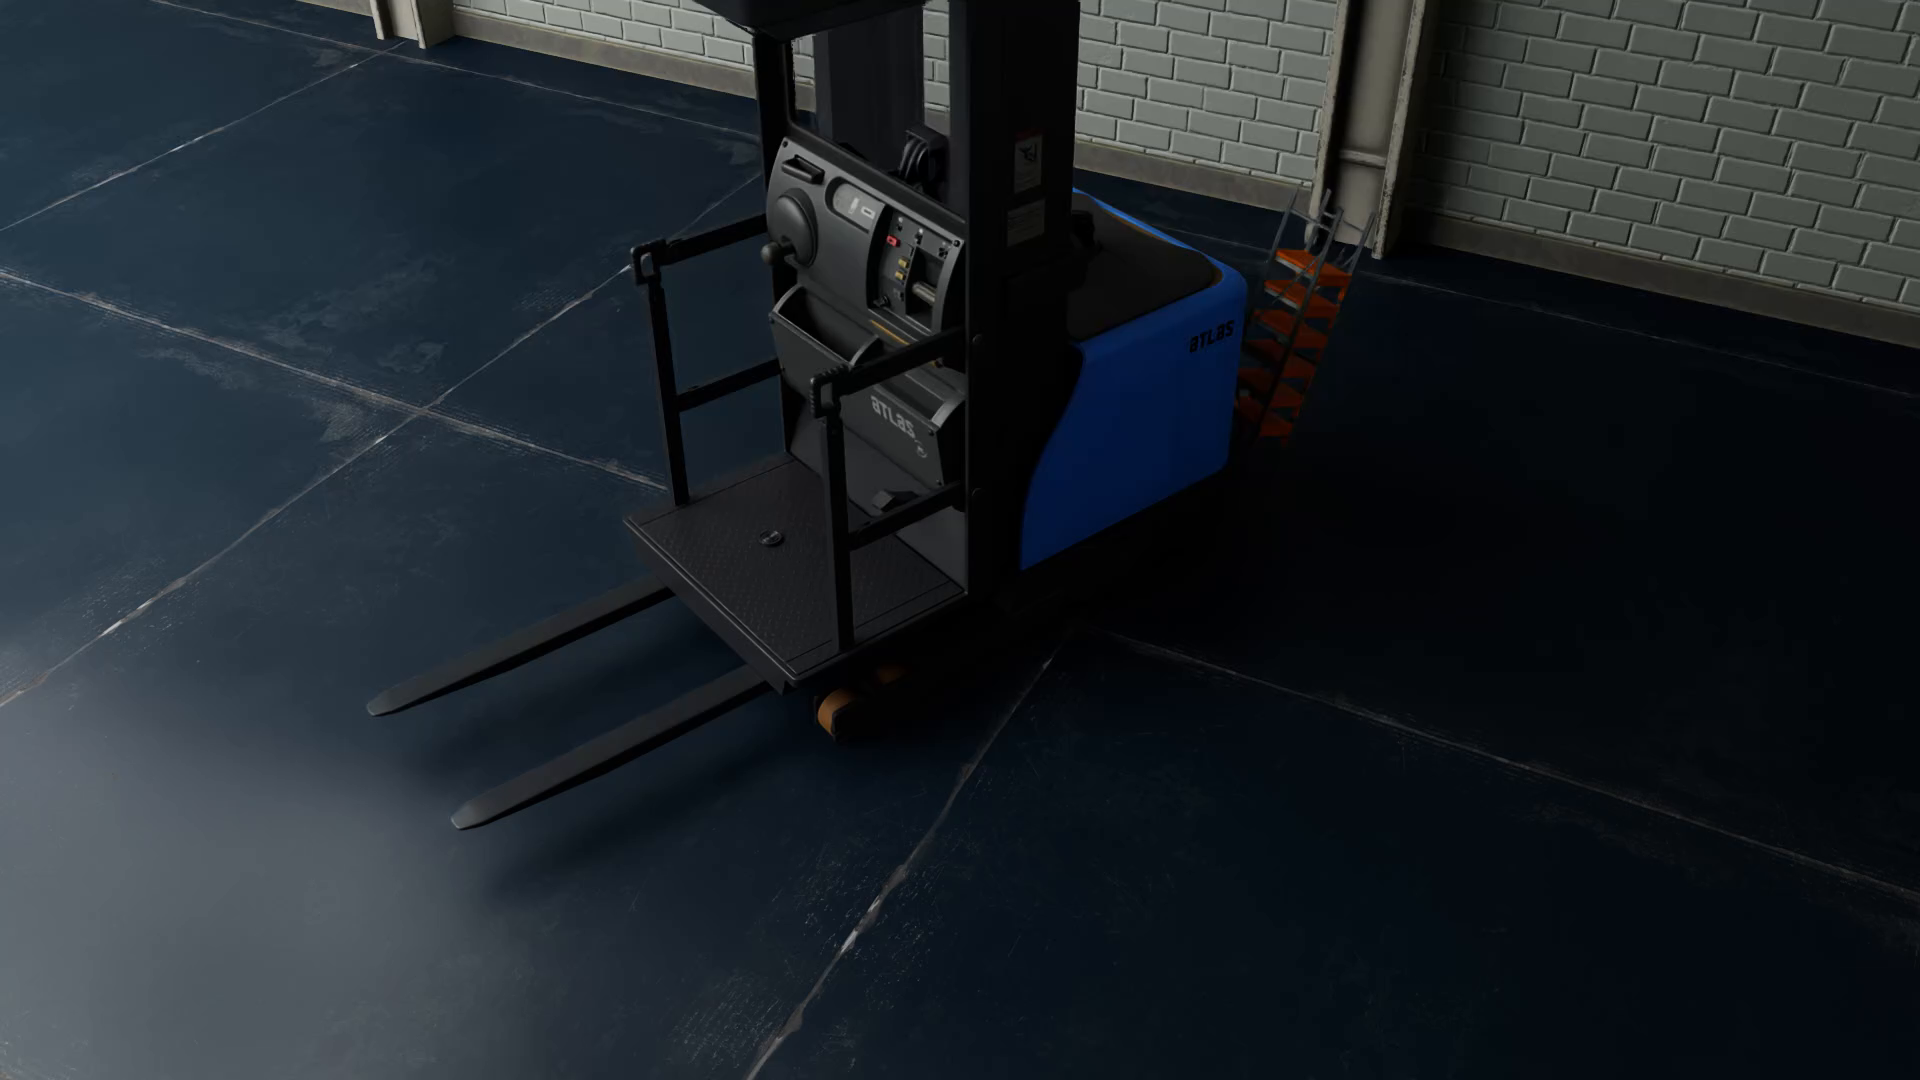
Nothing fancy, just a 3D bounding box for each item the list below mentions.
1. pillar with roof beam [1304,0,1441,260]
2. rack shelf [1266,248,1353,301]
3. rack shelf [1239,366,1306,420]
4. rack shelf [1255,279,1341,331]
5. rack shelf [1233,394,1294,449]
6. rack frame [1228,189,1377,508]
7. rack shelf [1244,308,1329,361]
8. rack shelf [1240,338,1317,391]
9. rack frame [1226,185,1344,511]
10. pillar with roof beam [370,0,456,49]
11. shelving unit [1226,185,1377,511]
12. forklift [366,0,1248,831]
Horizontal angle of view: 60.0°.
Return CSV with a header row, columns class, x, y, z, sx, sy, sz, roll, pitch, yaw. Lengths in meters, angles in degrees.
class,x,y,z,sx,sy,sz,roll,pitch,yaw
pillar with roof beam,-0.043,-2.763,2.448,0.400,9.000,9.100,17,41,21
rack shelf,1.262,-0.968,6.039,0.180,0.103,0.258,-5,33,-39
rack shelf,1.135,-0.553,6.244,0.180,0.103,0.258,-5,33,-39
rack shelf,1.230,-0.864,6.090,0.180,0.103,0.258,-5,33,-39
rack shelf,1.104,-0.449,6.296,0.180,0.103,0.258,-5,33,-39
rack frame,1.250,-0.701,6.231,0.006,1.200,0.240,-5,33,-39
rack shelf,1.199,-0.760,6.142,0.180,0.103,0.258,-5,33,-39
rack shelf,1.167,-0.656,6.193,0.180,0.103,0.258,-5,33,-39
rack frame,1.107,-0.688,6.117,0.006,1.200,0.240,-5,33,-39
pillar with roof beam,-5.371,-4.432,4.646,0.400,9.000,9.100,17,41,21
shelving unit,1.179,-0.695,6.174,0.189,1.200,0.258,-5,33,-39
forklift,-0.467,-0.884,4.990,3.031,2.935,1.130,-26,44,-30
